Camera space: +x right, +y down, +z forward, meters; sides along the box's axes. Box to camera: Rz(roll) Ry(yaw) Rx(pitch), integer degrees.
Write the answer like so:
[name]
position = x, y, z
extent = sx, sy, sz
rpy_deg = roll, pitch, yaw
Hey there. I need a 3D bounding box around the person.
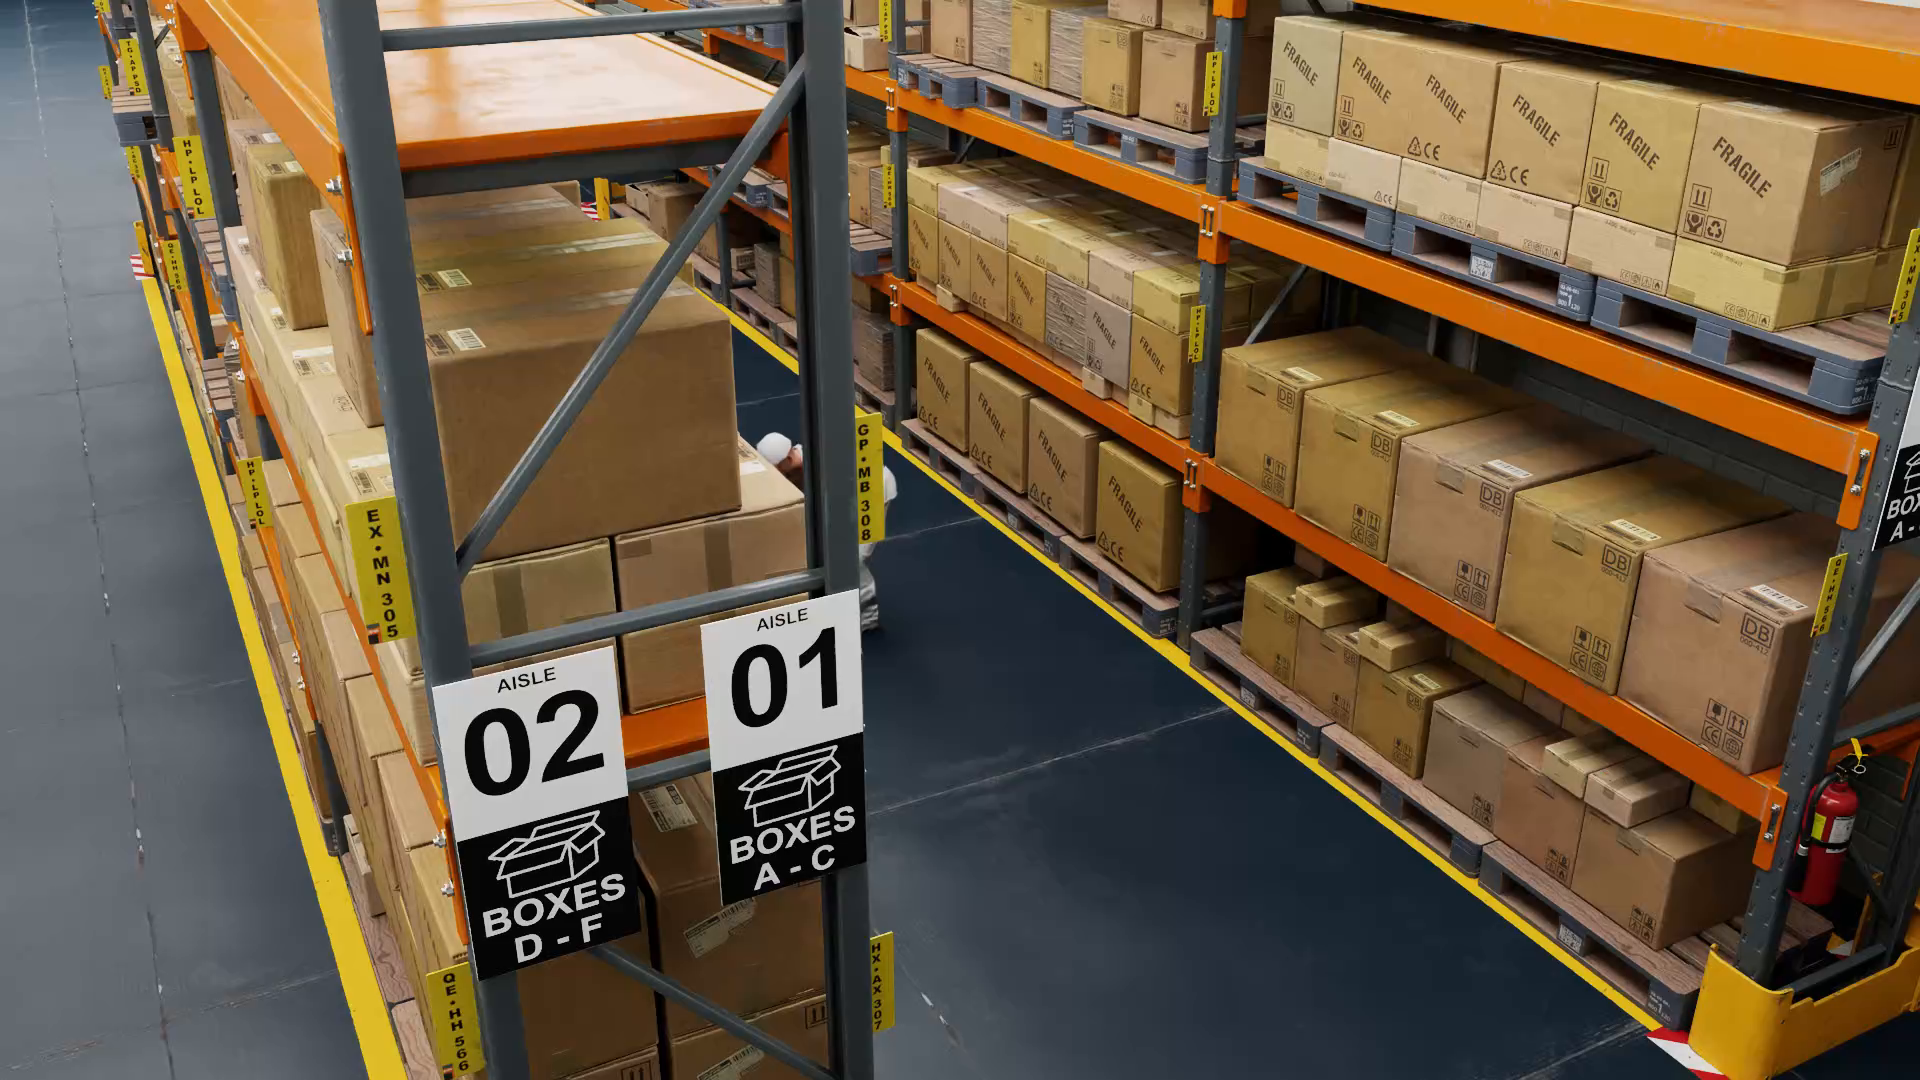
[person]
position = -0.816, -0.064, 10.175
extent = 0.887, 1.393, 0.490
rpy_deg = -14, 29, -27
